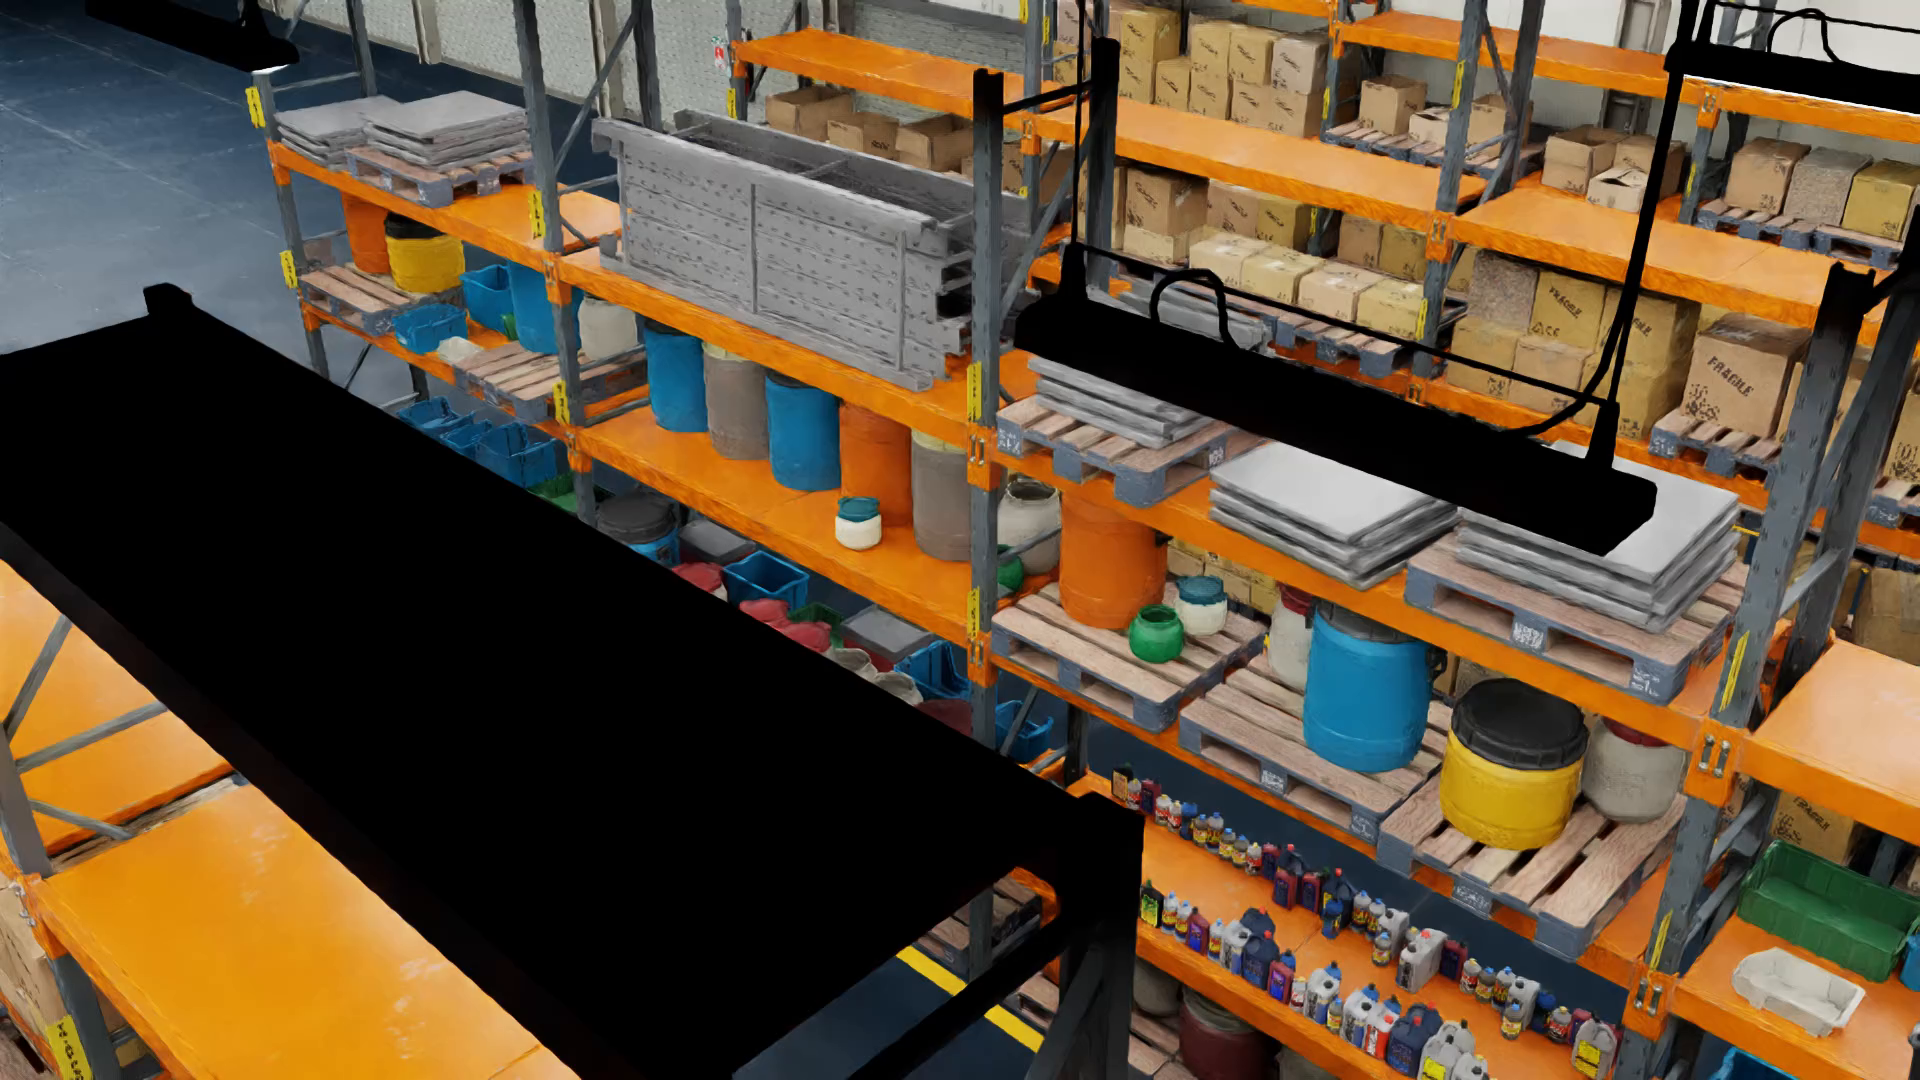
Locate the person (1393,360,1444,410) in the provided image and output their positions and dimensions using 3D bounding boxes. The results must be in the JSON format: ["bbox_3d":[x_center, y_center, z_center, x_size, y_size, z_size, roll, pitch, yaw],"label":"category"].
[{"bbox_3d":[4.750,-1.568,17.307,0.550,1.666,0.440,10,31,16],"label":"person"}]
